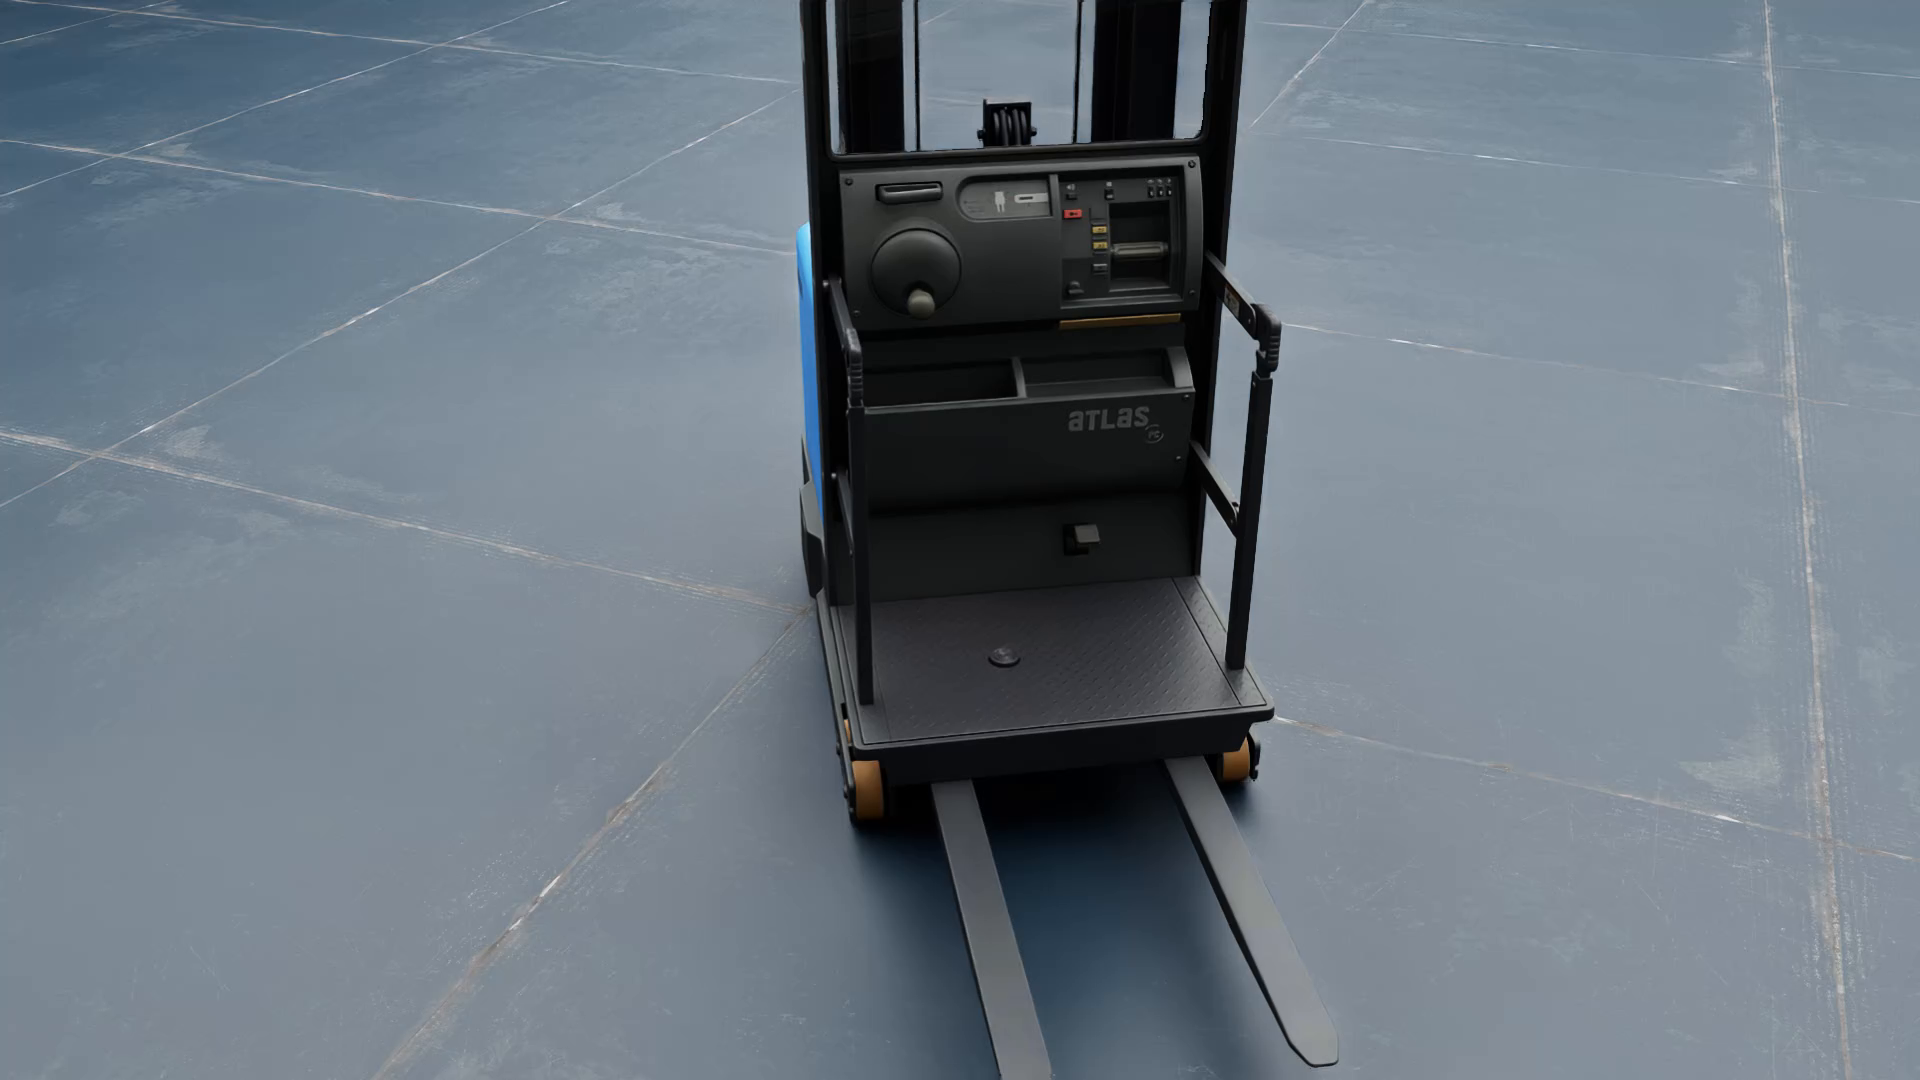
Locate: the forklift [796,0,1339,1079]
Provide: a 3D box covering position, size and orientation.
[{"bbox_3d":[0.200,-0.720,4.045,1.130,2.935,3.031,-5,30,-8],"label":"forklift"}]
